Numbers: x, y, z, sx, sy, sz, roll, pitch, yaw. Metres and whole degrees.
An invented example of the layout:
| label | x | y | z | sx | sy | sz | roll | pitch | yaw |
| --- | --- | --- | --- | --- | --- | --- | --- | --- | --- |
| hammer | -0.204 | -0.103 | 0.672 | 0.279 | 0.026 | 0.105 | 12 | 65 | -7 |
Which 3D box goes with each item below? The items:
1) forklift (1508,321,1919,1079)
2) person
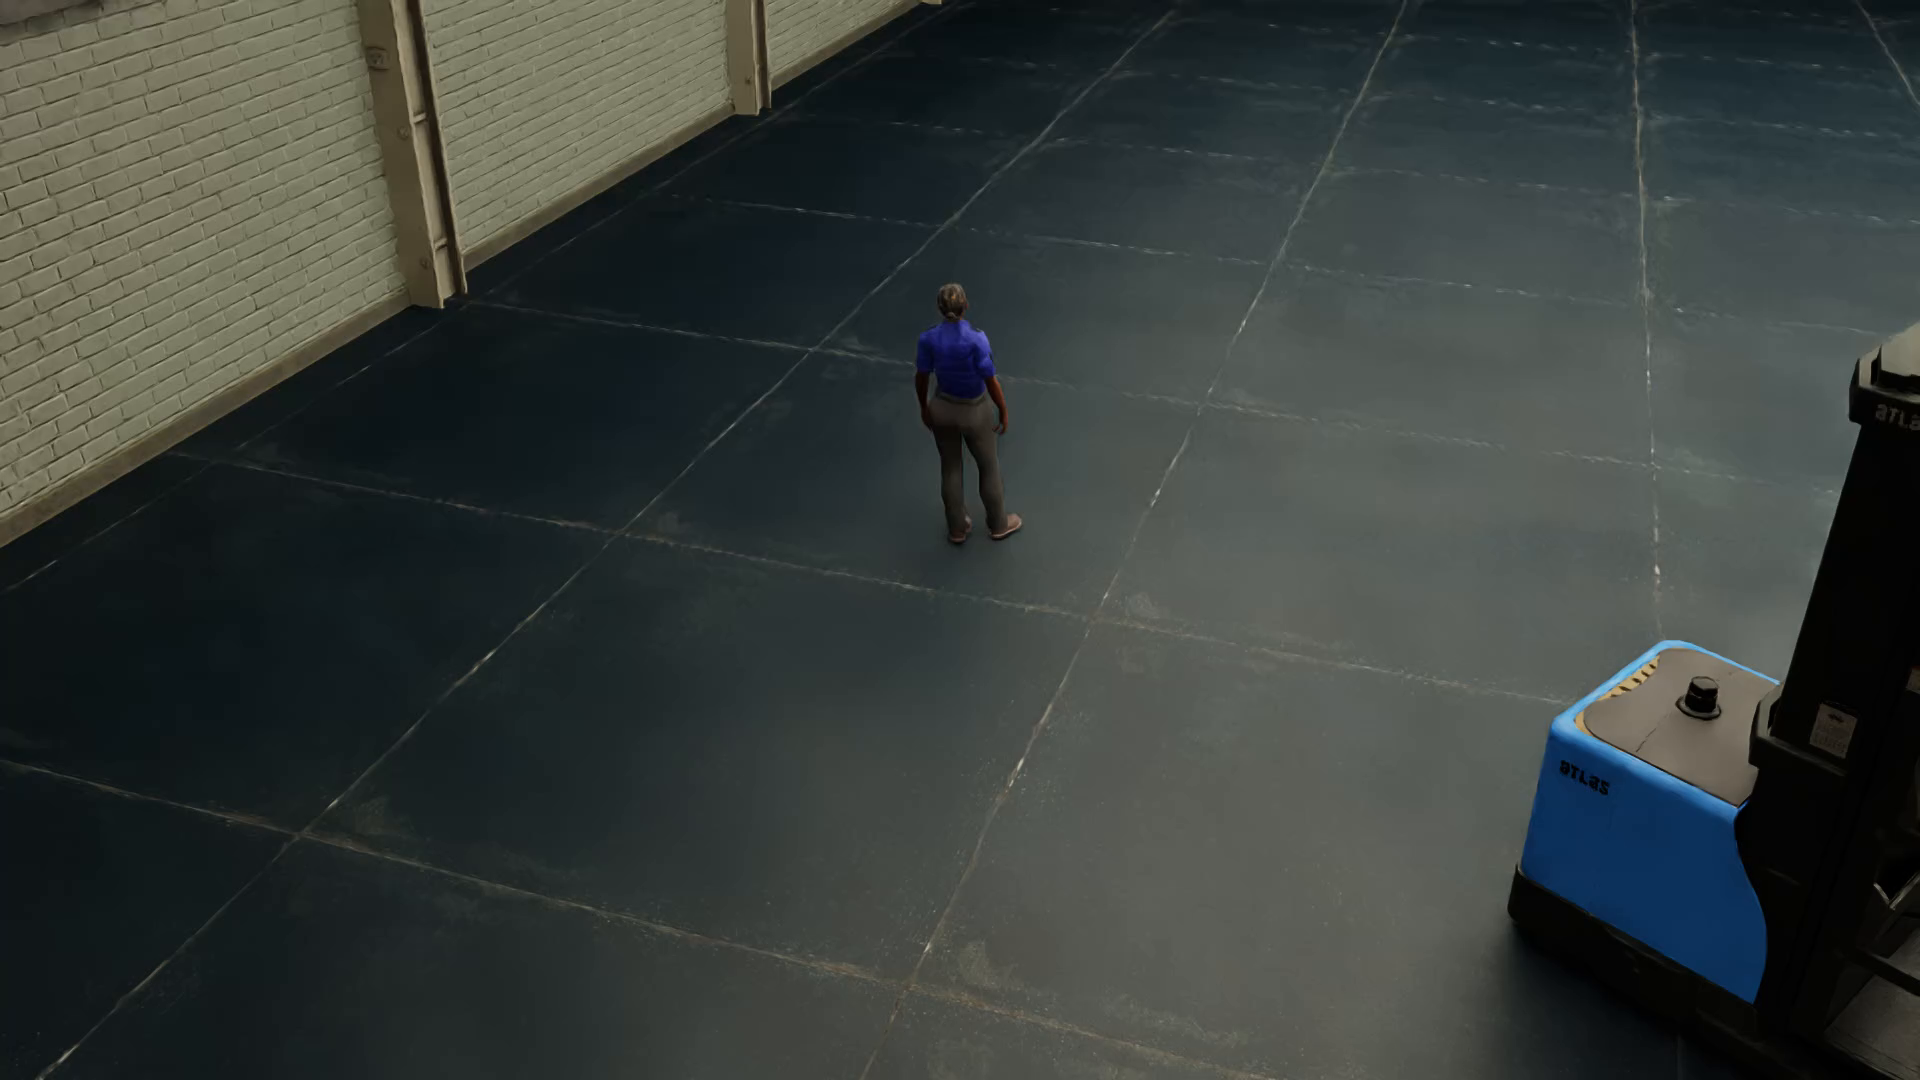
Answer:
| label | x | y | z | sx | sy | sz | roll | pitch | yaw |
| --- | --- | --- | --- | --- | --- | --- | --- | --- | --- |
| forklift | 3.713 | 0.771 | 5.783 | 1.130 | 2.935 | 3.031 | -24 | 37 | -35 |
| person | 0.047 | -0.763 | 9.749 | 0.570 | 1.654 | 0.503 | 10 | 31 | 16 |
